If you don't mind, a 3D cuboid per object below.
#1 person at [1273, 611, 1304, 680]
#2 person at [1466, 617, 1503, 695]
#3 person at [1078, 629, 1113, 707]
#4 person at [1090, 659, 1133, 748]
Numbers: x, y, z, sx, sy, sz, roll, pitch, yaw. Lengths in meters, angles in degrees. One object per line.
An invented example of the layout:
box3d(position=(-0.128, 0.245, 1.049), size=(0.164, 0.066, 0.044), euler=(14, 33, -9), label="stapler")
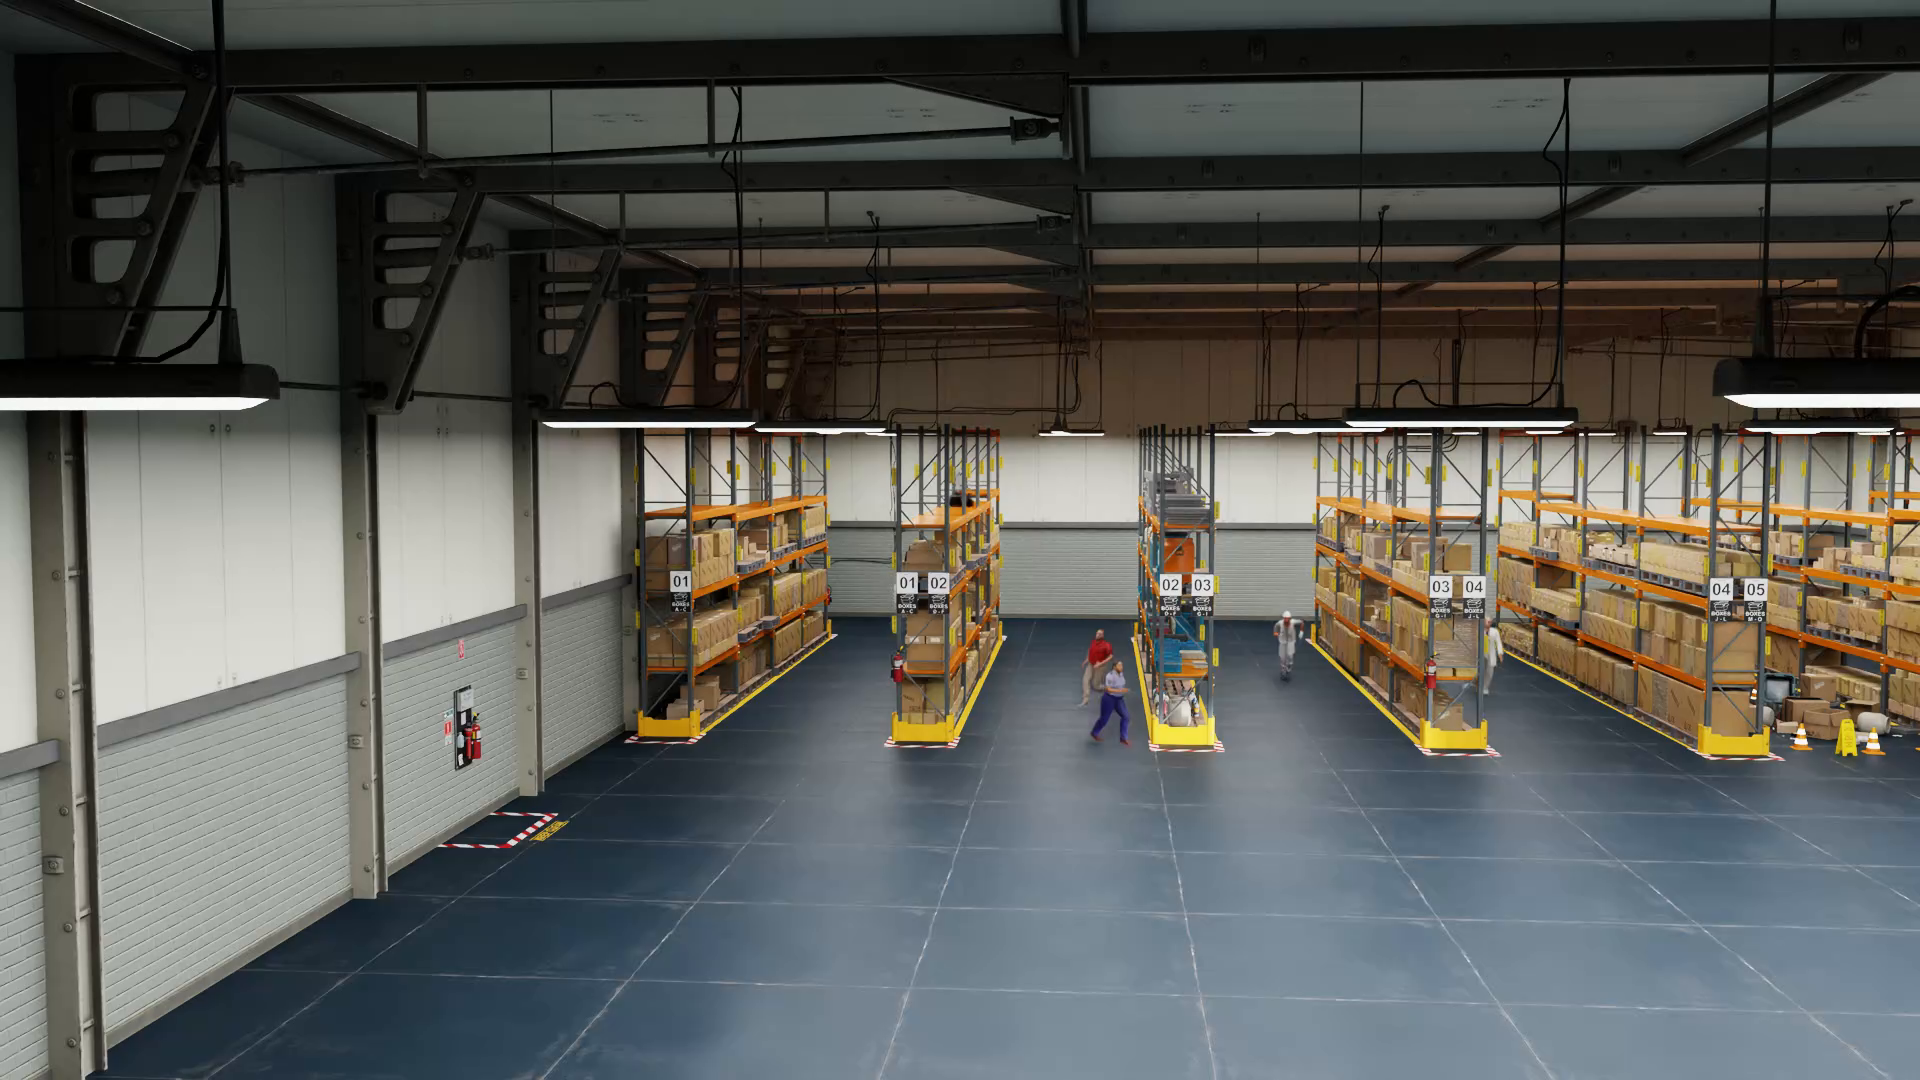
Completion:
box3d(position=(7.816, 2.497, 39.589), size=(0.715, 1.659, 0.965), euler=(1, 4, 10), label="person")
box3d(position=(11.757, 2.577, 37.284), size=(0.748, 1.740, 0.720), euler=(1, 4, 9), label="person")
box3d(position=(2.960, 2.727, 35.506), size=(0.711, 1.677, 0.813), euler=(3, 4, 39), label="person")
box3d(position=(2.830, 3.025, 31.009), size=(0.618, 1.643, 0.949), euler=(-3, 5, -44), label="person")
